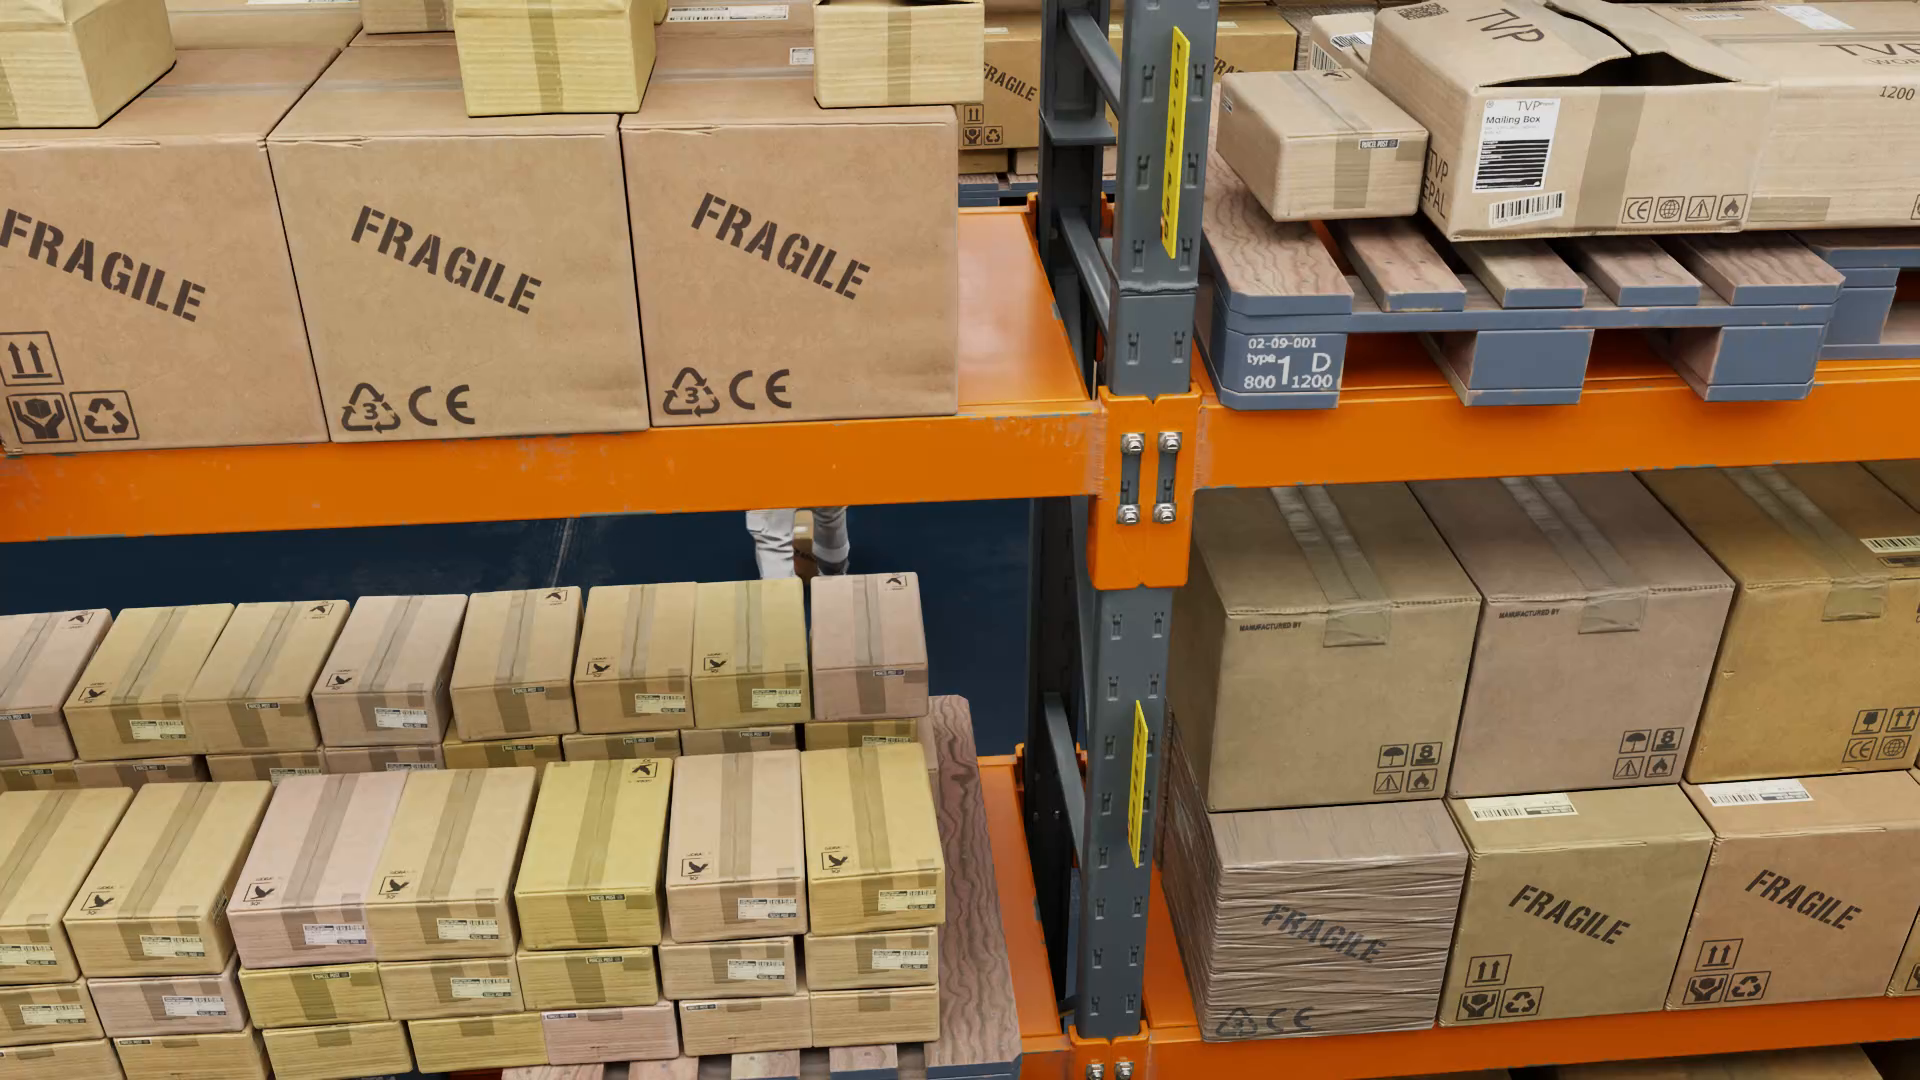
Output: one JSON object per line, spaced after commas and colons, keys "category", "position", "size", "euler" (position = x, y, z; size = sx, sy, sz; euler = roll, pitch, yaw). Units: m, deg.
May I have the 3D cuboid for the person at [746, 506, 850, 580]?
{"category": "person", "position": [-0.682, -0.376, 6.759], "size": [0.639, 1.755, 0.955], "euler": [-8, 32, -13]}
